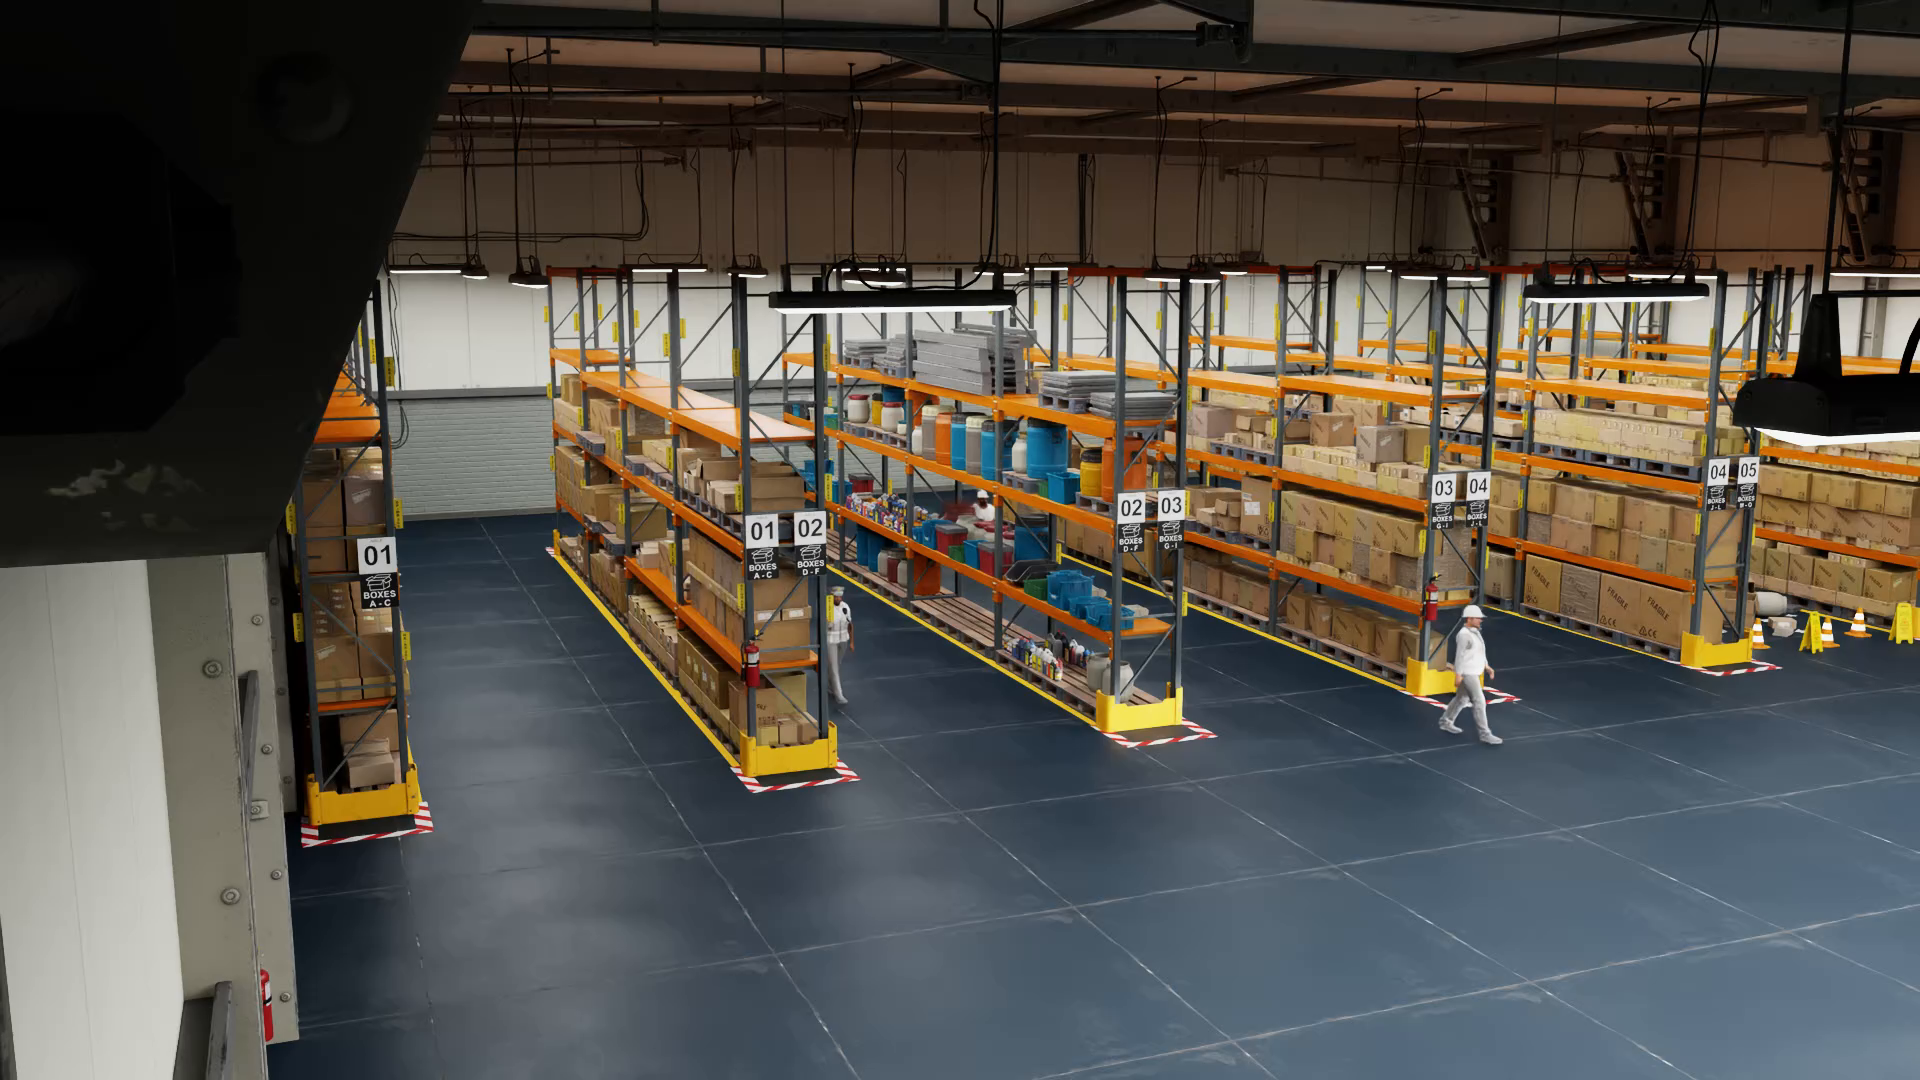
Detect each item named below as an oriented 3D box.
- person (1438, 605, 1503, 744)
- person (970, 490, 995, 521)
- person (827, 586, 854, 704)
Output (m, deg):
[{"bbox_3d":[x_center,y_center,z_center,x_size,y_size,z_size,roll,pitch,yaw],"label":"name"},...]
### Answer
[{"bbox_3d":[6.706,1.715,21.680,0.871,1.737,0.569,5,11,26],"label":"person"},{"bbox_3d":[0.476,-0.118,32.211,0.593,1.695,1.067,-6,11,-29],"label":"person"},{"bbox_3d":[-1.723,1.446,23.538,0.469,1.623,0.968,-7,12,-34],"label":"person"}]
